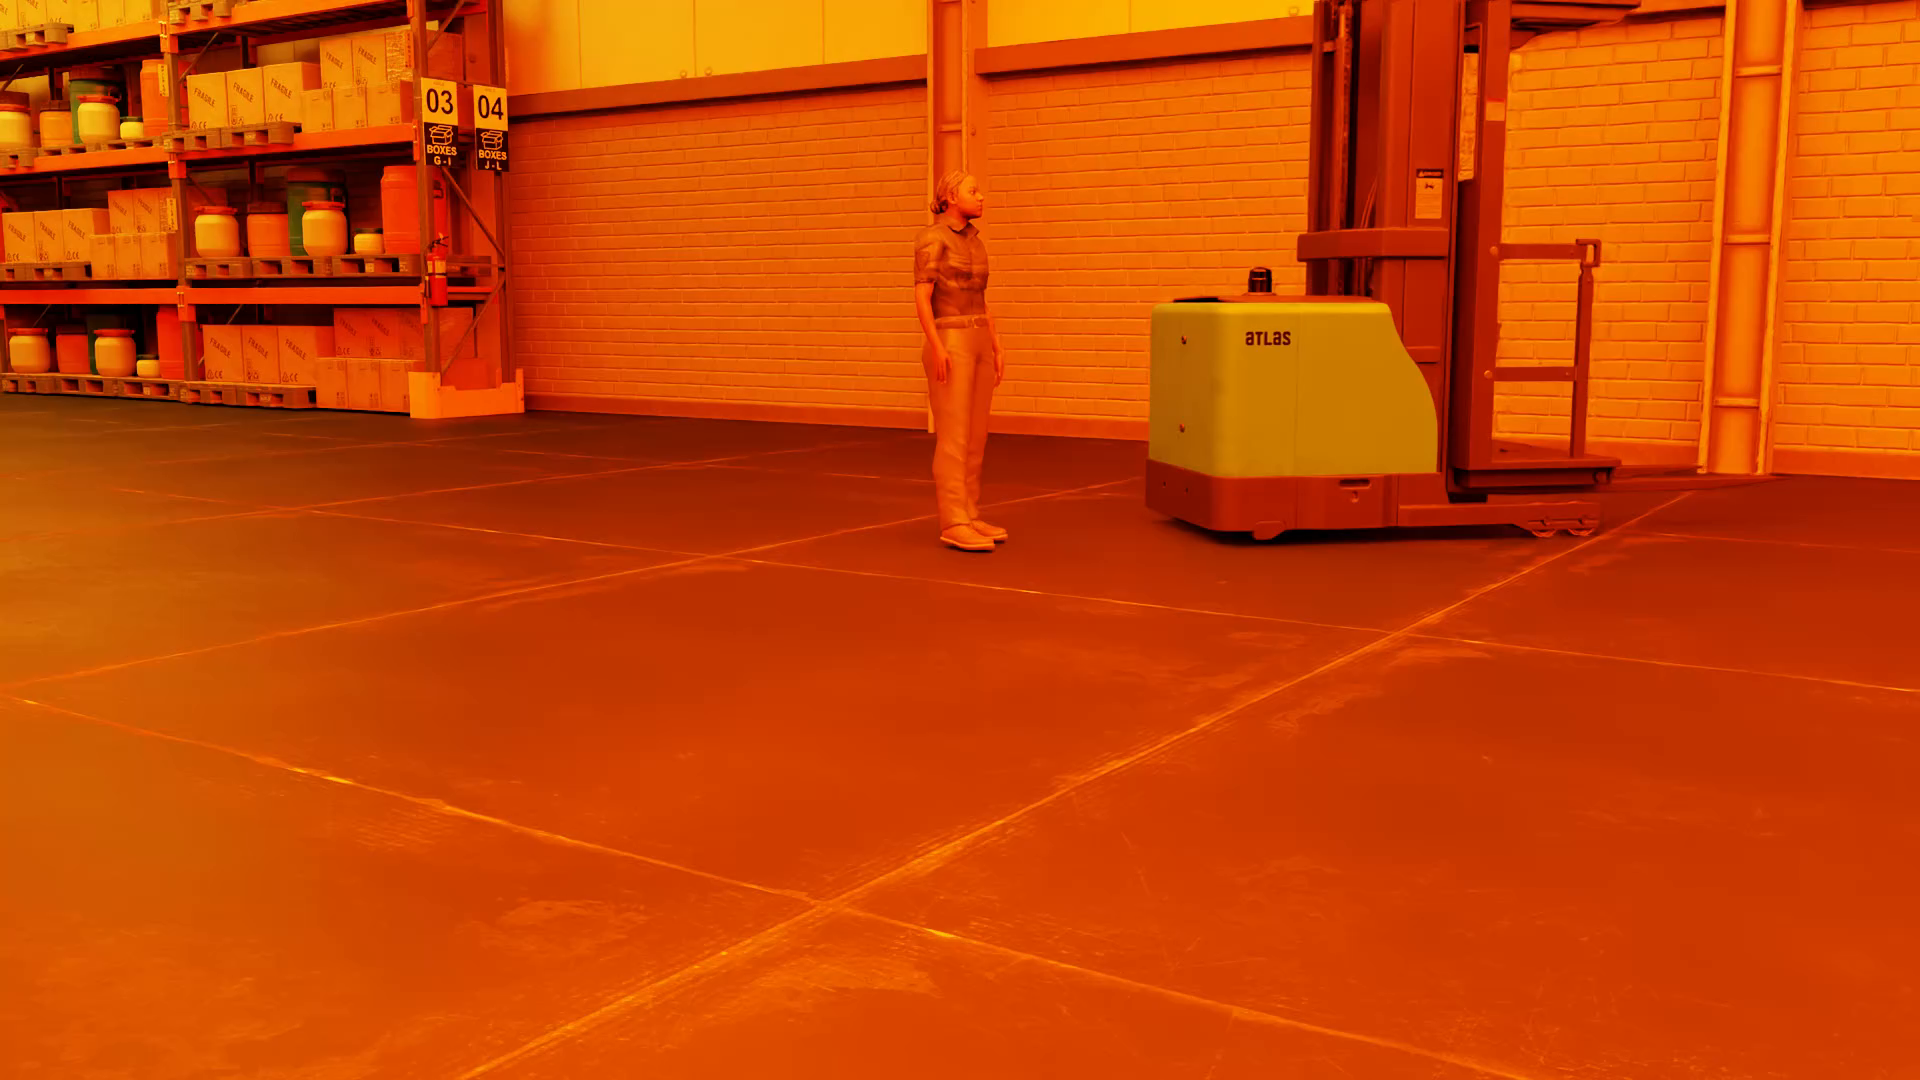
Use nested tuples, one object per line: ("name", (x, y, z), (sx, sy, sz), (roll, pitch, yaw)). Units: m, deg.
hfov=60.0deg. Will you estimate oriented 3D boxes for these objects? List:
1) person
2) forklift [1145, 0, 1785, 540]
("person", (0.062, -0.817, 7.421), (0.503, 1.656, 0.569), (5, 10, 34))
("forklift", (2.492, -1.532, 7.967), (3.031, 2.935, 1.130), (-2, 8, -12))
